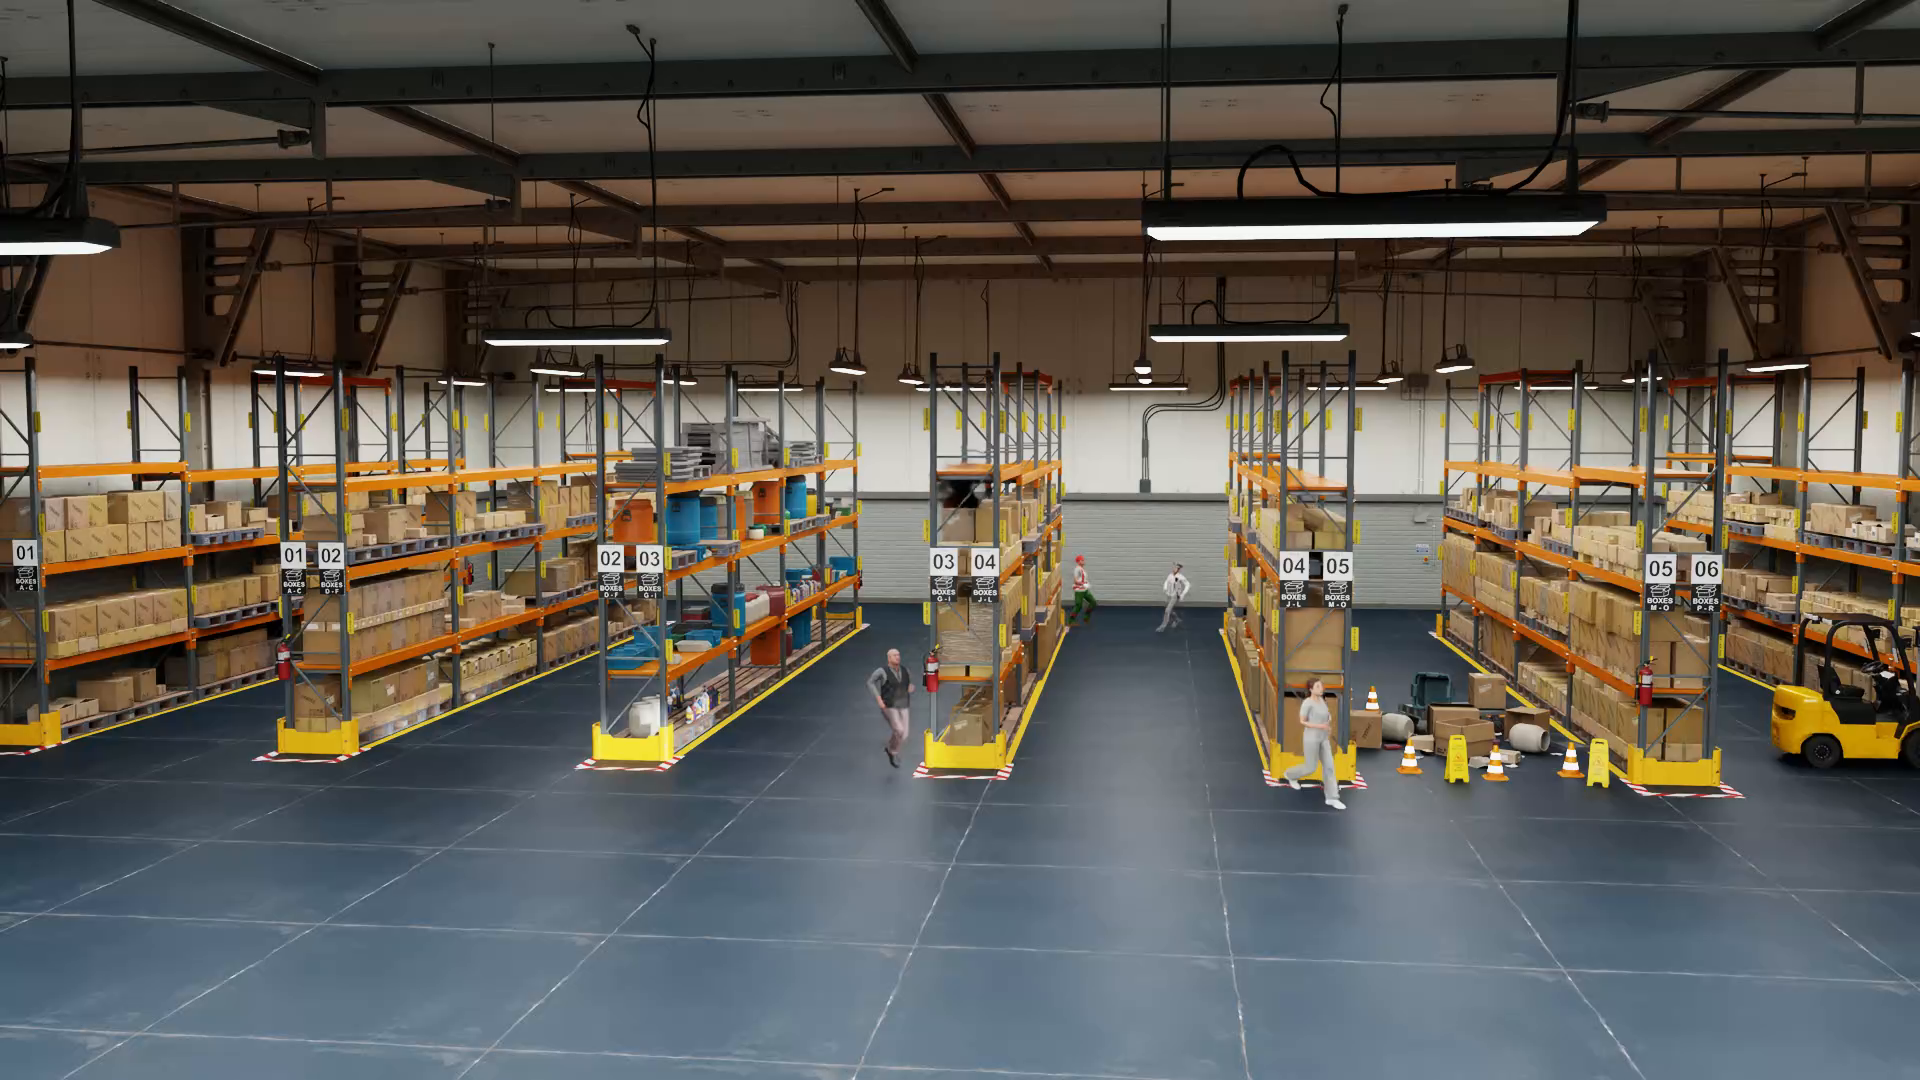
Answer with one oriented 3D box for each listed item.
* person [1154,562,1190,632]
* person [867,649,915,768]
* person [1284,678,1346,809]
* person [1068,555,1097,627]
[{"bbox_3d":[5.097,1.354,39.666,0.925,1.657,0.676,-3,5,-39],"label":"person"},{"bbox_3d":[-0.908,2.356,23.435,0.637,1.641,0.705,-3,5,-35],"label":"person"},{"bbox_3d":[4.618,2.616,21.660,0.582,1.659,0.970,-3,5,-36],"label":"person"},{"bbox_3d":[2.965,1.252,40.599,0.656,1.781,0.663,2,5,26],"label":"person"}]
